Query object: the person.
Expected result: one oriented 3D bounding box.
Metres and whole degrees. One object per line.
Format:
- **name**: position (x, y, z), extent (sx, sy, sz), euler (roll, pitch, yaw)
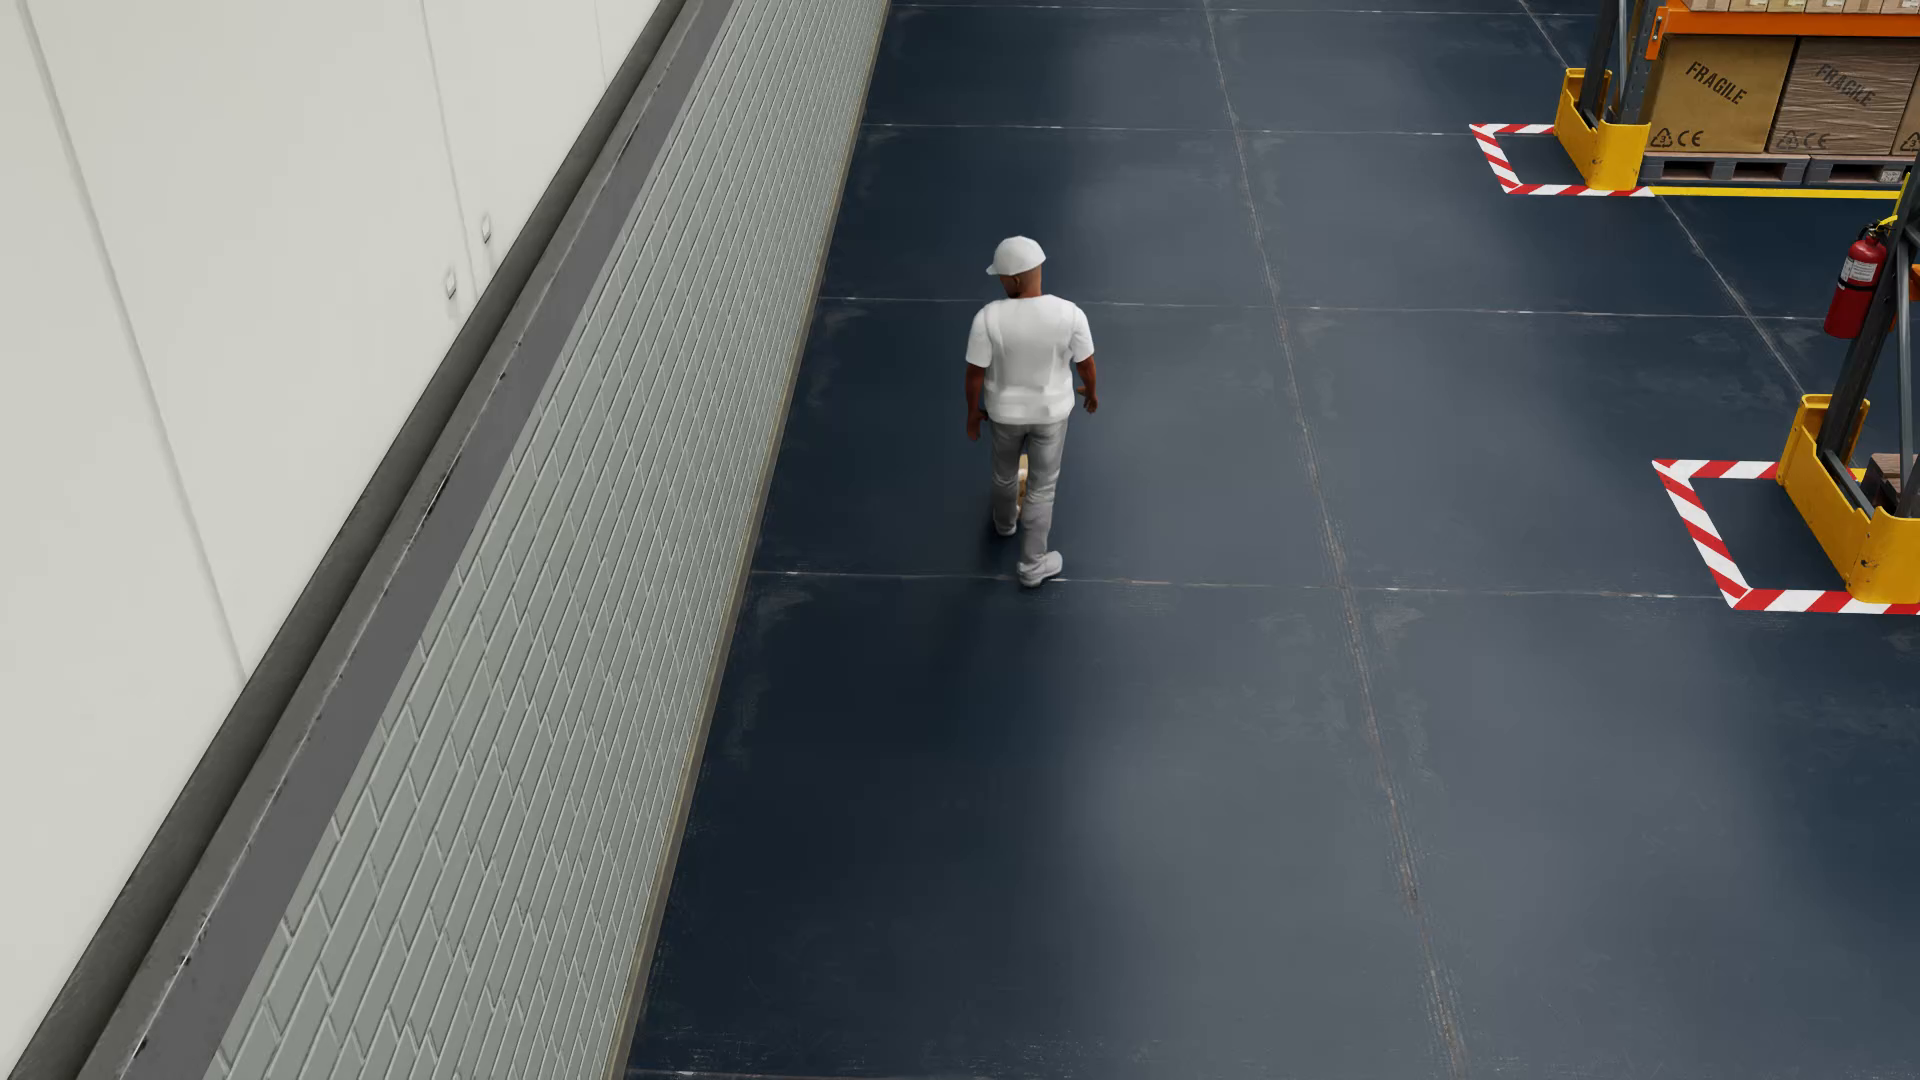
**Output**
- **person**: position (0.351, -0.673, 8.020), extent (0.615, 1.757, 0.766), euler (5, 36, 6)
